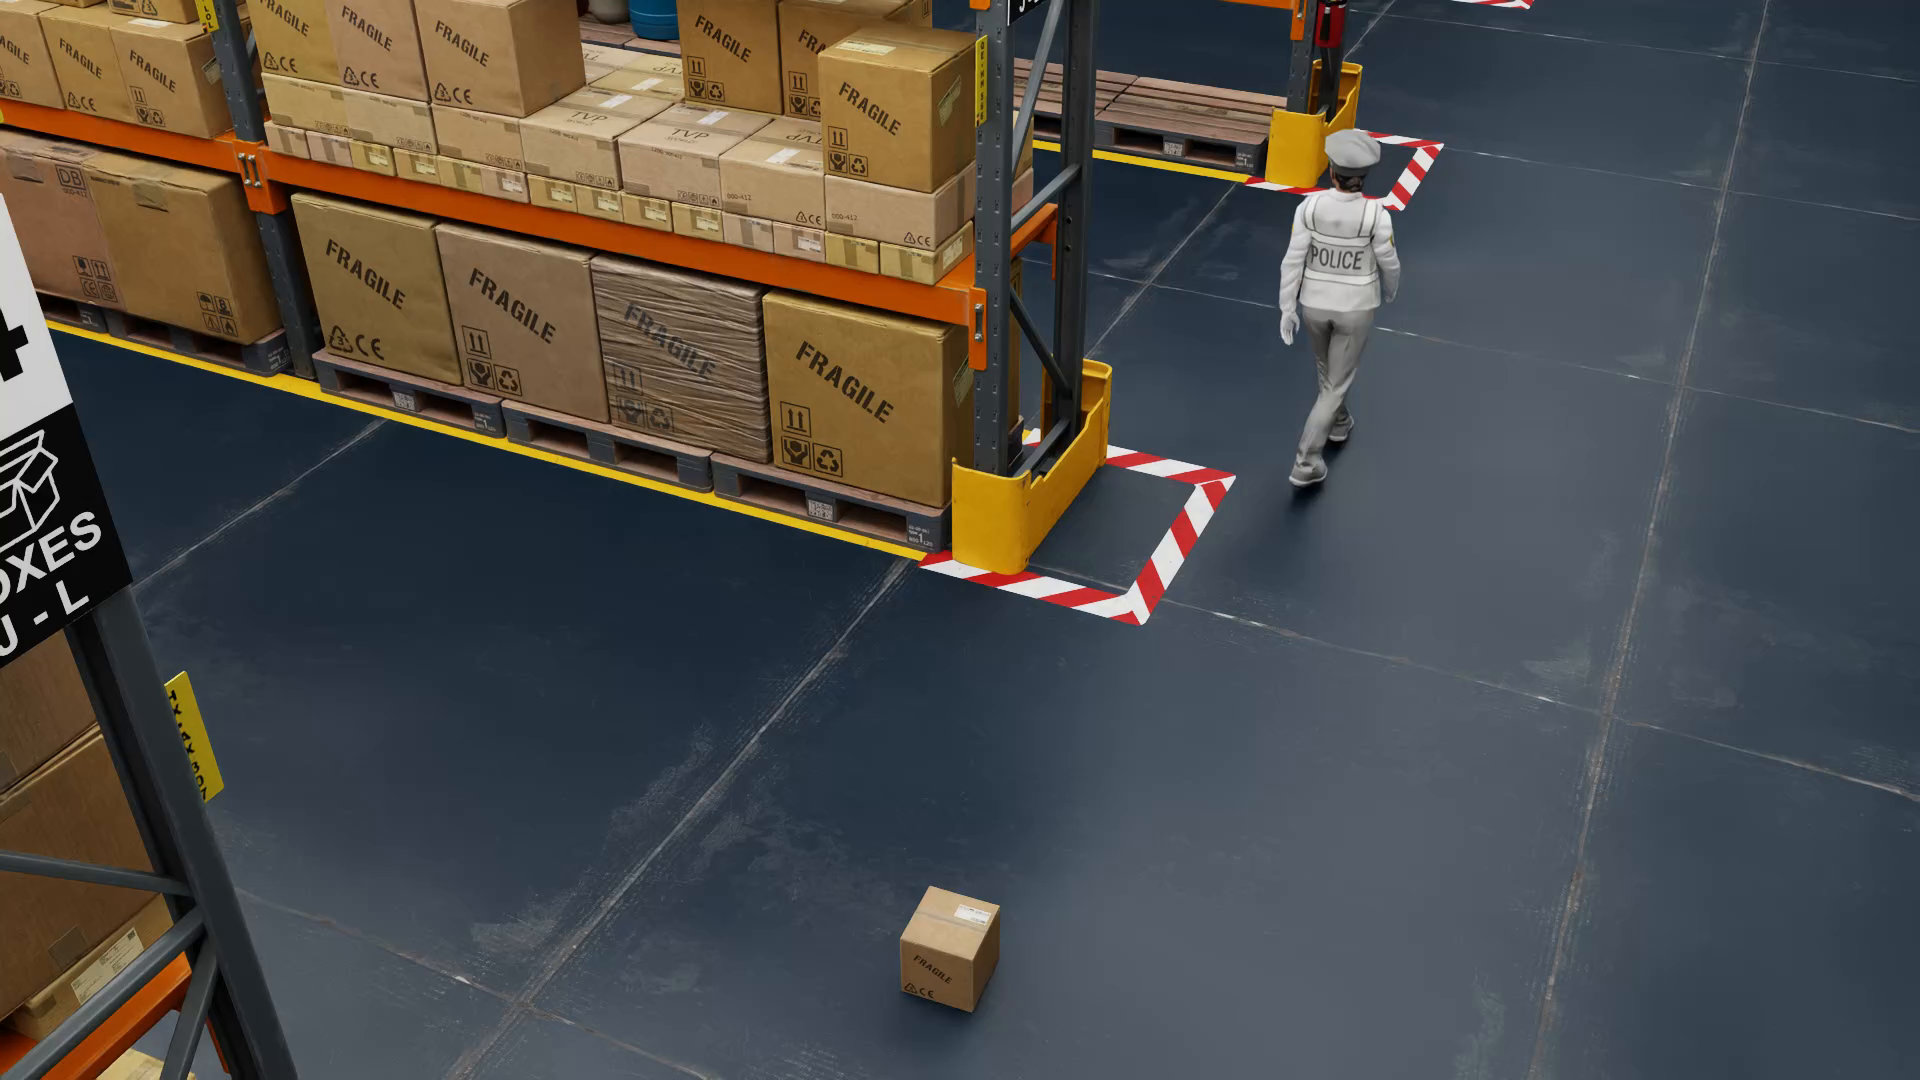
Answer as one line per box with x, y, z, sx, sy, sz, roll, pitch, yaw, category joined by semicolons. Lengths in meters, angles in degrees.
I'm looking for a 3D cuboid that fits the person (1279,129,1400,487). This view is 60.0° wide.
1.761;-1.100;7.752;0.502;1.651;0.861;18;38;25;person
